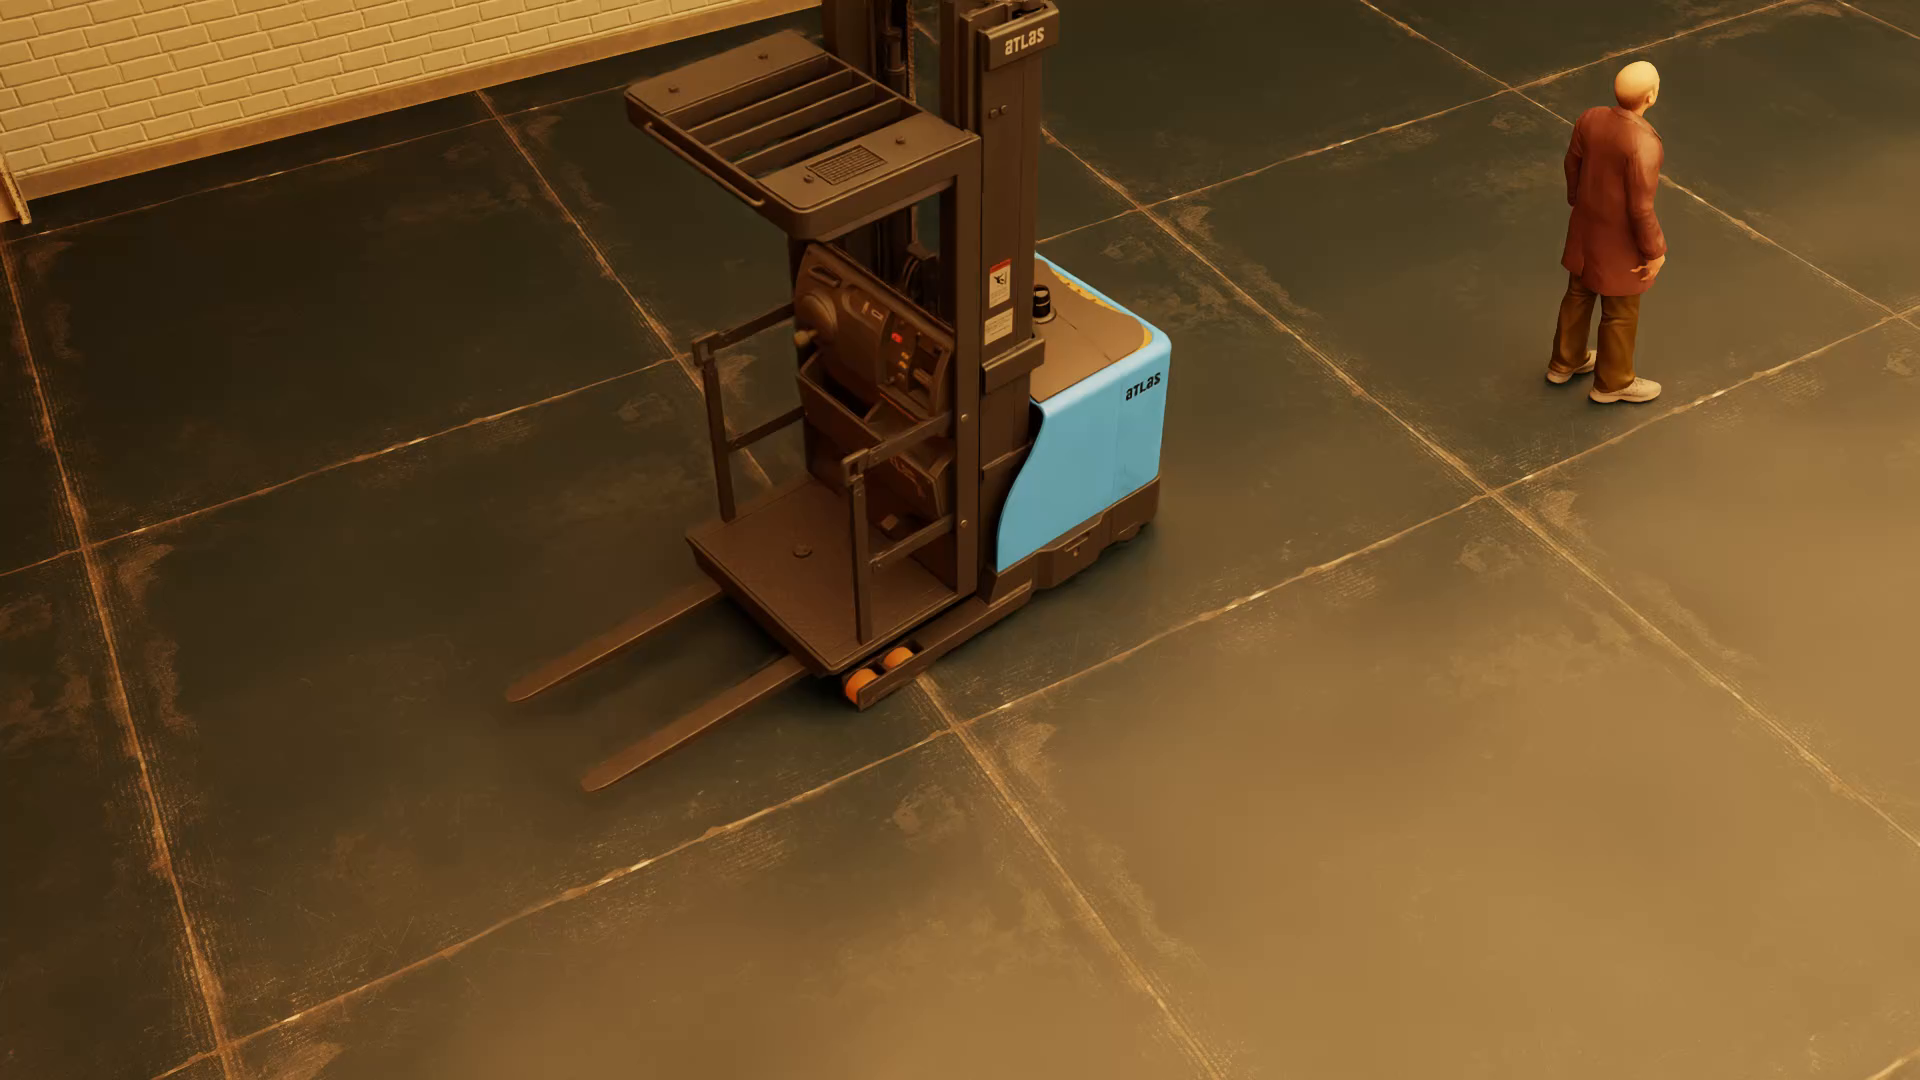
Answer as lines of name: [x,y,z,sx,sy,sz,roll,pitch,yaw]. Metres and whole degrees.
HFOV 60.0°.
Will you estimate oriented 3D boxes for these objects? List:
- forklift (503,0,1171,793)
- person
forklift: [-0.513,-0.768,6.526,3.031,2.935,1.130,-30,51,-28]
person: [3.269,-1.526,8.181,0.582,1.776,0.695,-14,45,-14]
